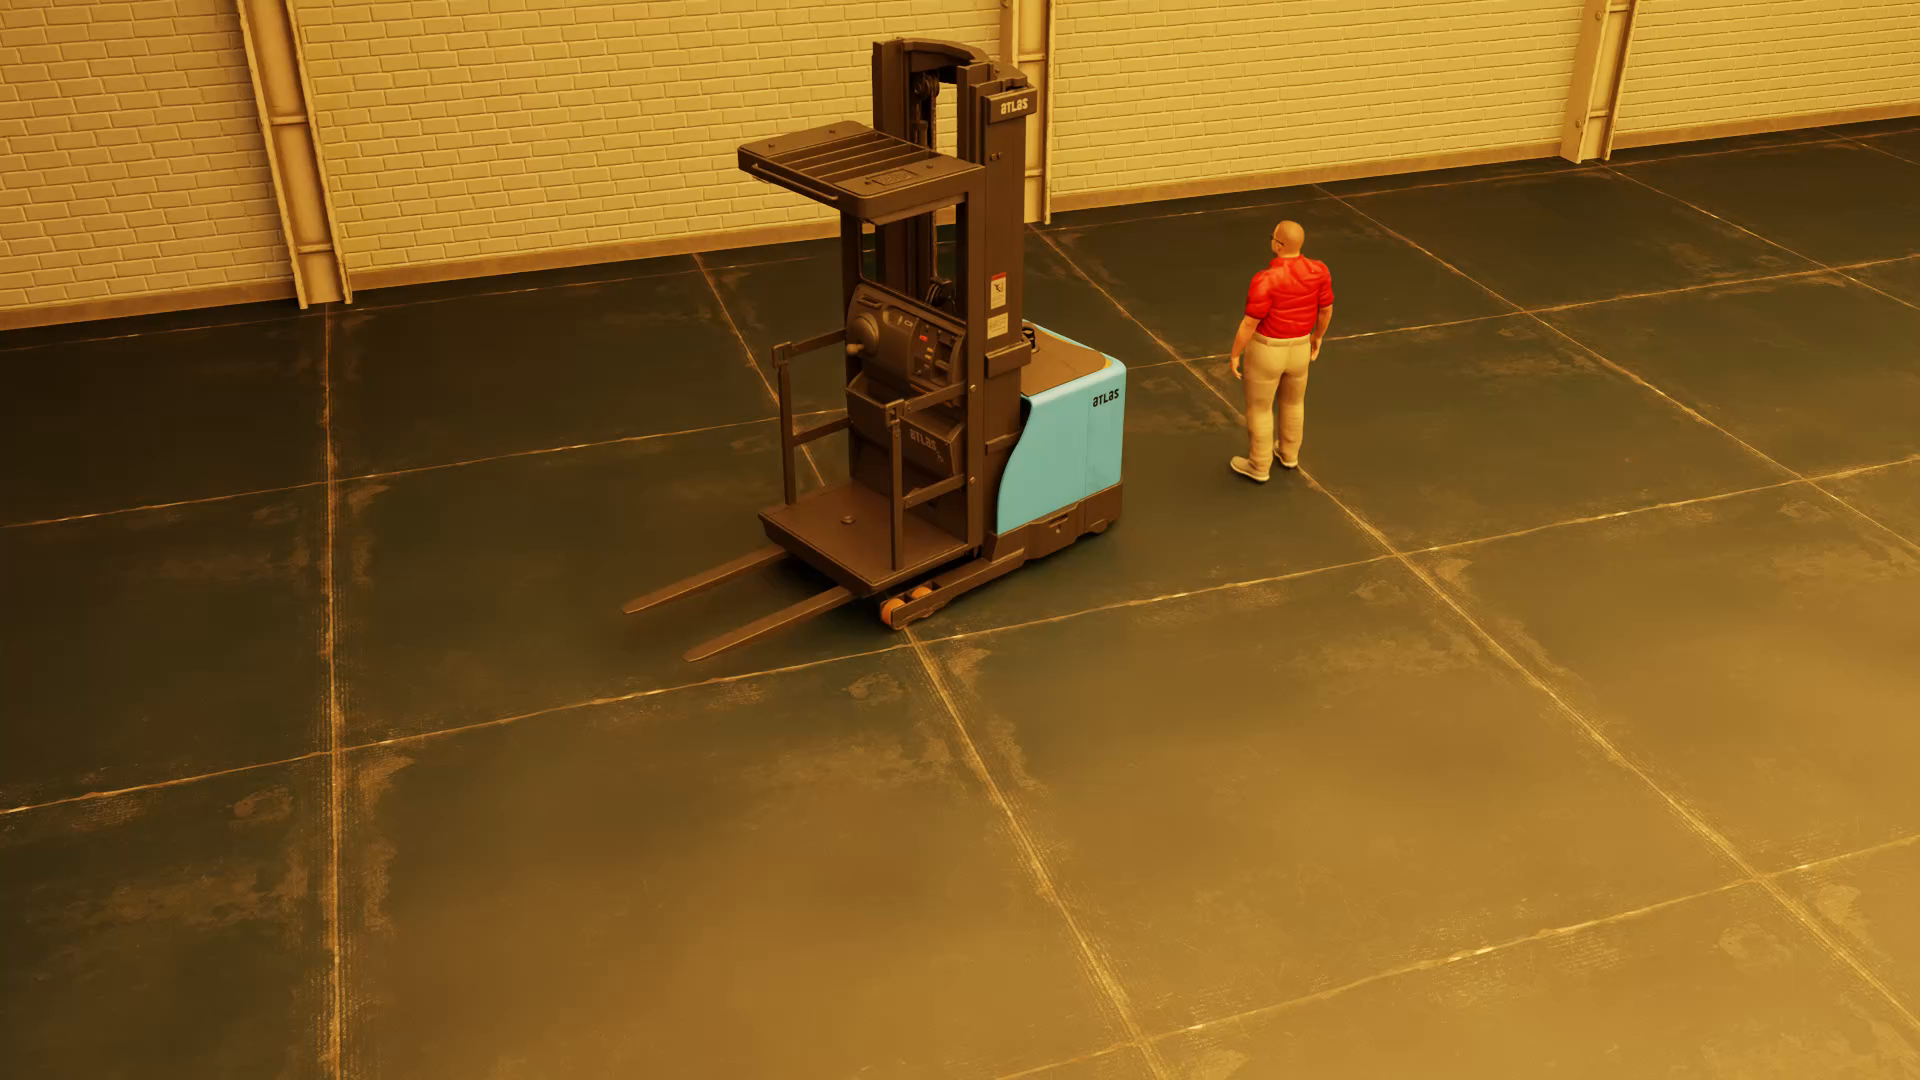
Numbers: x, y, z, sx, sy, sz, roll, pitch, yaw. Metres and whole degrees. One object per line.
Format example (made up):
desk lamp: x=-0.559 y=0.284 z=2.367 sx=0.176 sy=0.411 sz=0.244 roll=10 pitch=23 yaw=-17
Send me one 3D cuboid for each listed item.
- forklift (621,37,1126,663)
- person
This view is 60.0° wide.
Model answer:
forklift: x=-0.461 y=-1.072 z=8.951 sx=3.031 sy=2.935 sz=1.130 roll=-23 pitch=37 yaw=-34
person: x=1.947 y=-1.198 z=10.367 sx=0.651 sy=1.734 sz=0.538 roll=-10 pitch=31 yaw=-17
